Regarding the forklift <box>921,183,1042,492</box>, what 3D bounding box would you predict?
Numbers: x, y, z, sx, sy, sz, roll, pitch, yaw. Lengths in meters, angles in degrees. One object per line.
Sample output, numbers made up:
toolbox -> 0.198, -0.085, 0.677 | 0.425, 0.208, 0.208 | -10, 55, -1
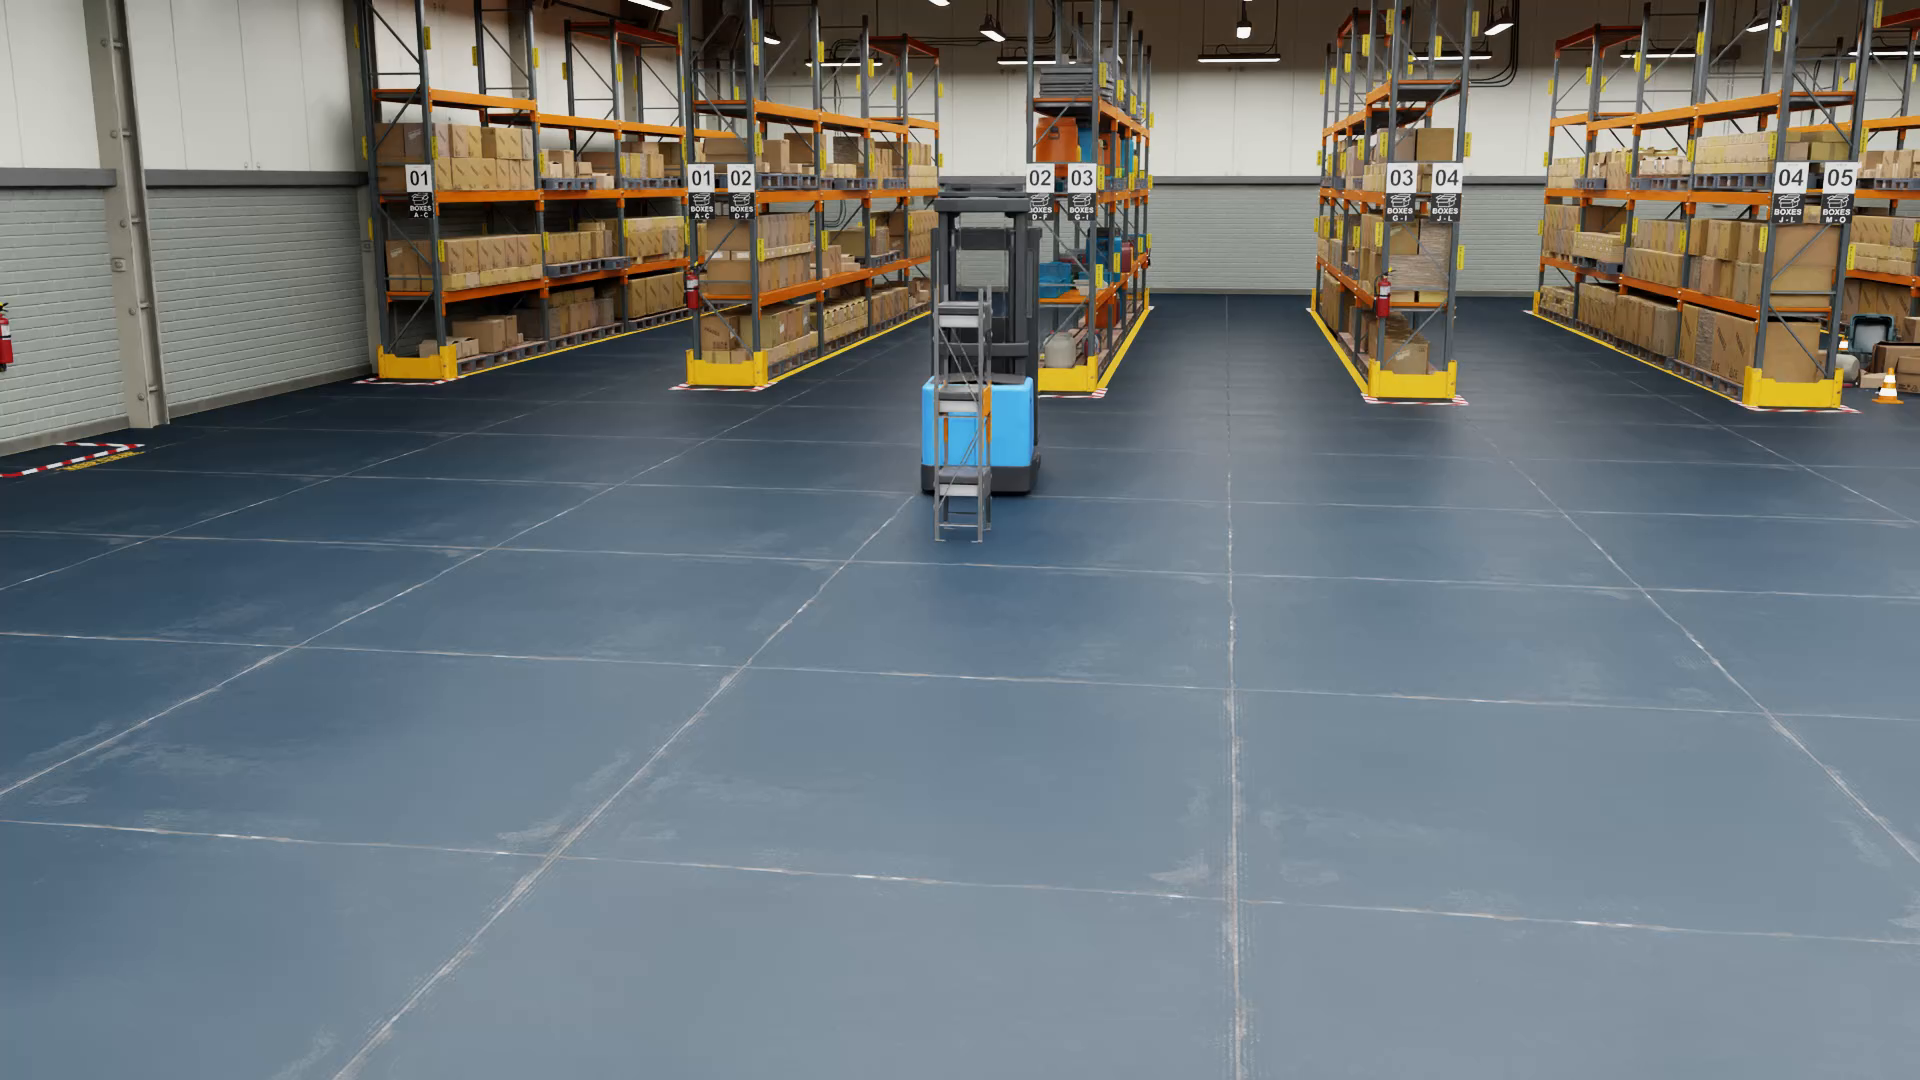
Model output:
forklift -> 0.271, -2.146, 16.995 | 1.130, 2.935, 3.031 | 1, 12, 5

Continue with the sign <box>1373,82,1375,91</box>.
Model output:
sign -> 9.322, -10.212, 37.613 | 0.100, 0.325, 0.005 | 2, 12, 9

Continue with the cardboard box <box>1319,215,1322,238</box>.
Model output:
cardboard box -> 8.371, -7.048, 37.447 | 0.500, 0.500, 0.500 | 2, 12, 7

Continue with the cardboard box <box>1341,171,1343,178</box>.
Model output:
cardboard box -> 8.094, -7.571, 33.651 | 0.700, 0.500, 0.500 | 2, 12, 10

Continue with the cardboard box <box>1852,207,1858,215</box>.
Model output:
cardboard box -> 17.698, -6.580, 33.255 | 0.380, 0.149, 0.250 | 2, 12, 7

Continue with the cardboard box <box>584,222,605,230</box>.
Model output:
cardboard box -> -7.149, -6.129, 32.491 | 0.380, 0.149, 0.250 | 0, 12, 1

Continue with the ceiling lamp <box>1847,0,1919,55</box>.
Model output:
ceiling lamp -> 21.597, -12.743, 37.907 | 2.000, 3.185, 0.800 | 2, 12, 9

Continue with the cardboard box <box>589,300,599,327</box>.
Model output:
cardboard box -> -7.379, -4.359, 31.987 | 0.700, 0.500, 0.500 | 2, 12, 9

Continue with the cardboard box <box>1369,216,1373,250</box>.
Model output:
cardboard box -> 6.403, -4.591, 24.862 | 0.500, 0.500, 0.500 | 2, 12, 9

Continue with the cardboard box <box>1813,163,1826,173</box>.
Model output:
cardboard box -> 11.582, -4.951, 22.088 | 0.380, 0.149, 0.250 | 2, 12, 9

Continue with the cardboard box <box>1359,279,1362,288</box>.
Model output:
cardboard box -> 6.561, -4.097, 26.481 | 0.380, 0.149, 0.250 | 2, 12, 9

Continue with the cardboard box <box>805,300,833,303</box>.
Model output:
cardboard box -> -2.673, -4.387, 31.429 | 0.500, 0.311, 0.500 | 2, 12, 7

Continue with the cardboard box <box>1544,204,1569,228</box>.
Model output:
cardboard box -> 13.342, -7.221, 37.063 | 0.500, 0.500, 0.500 | 2, 12, 8

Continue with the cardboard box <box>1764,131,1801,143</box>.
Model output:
cardboard box -> 10.929, -5.361, 22.097 | 0.380, 0.149, 0.250 | 2, 12, 9

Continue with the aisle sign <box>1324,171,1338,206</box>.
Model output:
aisle sign -> 8.503, -8.100, 38.288 | 0.394, 0.787, 0.004 | 2, 12, 9

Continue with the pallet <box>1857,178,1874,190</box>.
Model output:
pallet -> 17.873, -6.831, 31.905 | 0.805, 0.209, 1.217 | 1, 12, 6

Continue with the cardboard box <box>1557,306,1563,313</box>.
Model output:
cardboard box -> 12.941, -4.910, 35.426 | 0.380, 0.149, 0.250 | 2, 12, 9

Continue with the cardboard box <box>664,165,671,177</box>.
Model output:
cardboard box -> -6.637, -8.251, 37.159 | 0.500, 0.250, 0.500 | 2, 12, 9

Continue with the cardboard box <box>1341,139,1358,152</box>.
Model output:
cardboard box -> 8.324, -8.303, 35.031 | 0.500, 0.250, 0.500 | 1, 12, 5

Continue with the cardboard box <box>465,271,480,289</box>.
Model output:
cardboard box -> -7.901, -4.092, 26.167 | 0.500, 0.250, 0.500 | 1, 12, 7

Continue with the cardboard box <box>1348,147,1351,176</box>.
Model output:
cardboard box -> 7.150, -6.704, 29.436 | 0.500, 0.500, 0.500 | 2, 12, 9

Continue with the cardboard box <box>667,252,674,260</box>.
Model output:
cardboard box -> -6.365, -6.098, 35.718 | 0.380, 0.149, 0.250 | 2, 12, 9

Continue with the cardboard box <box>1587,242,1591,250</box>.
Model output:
cardboard box -> 12.346, -5.678, 32.112 | 0.380, 0.149, 0.250 | 2, 12, 8

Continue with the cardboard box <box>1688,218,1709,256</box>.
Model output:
cardboard box -> 11.737, -4.650, 25.532 | 0.875, 0.550, 0.550 | 2, 12, 9

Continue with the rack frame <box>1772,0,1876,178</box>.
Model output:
rack frame -> 11.213, -6.225, 21.517 | 1.000, 3.000, 0.127 | 2, 12, 9

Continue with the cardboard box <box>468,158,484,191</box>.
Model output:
cardboard box -> -7.864, -5.761, 26.199 | 0.500, 0.500, 0.500 | 2, 12, 11

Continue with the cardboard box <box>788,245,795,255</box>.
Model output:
cardboard box -> -2.872, -4.666, 26.749 | 0.380, 0.149, 0.250 | 2, 12, 10

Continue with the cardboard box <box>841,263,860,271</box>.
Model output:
cardboard box -> -2.095, -5.142, 31.329 | 0.380, 0.149, 0.250 | 2, 12, 9

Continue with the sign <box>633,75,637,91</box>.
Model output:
sign -> -7.055, -9.943, 36.178 | 0.100, 0.325, 0.005 | 2, 12, 9

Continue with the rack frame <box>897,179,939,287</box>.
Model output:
rack frame -> -1.000, -7.126, 39.940 | 1.000, 3.000, 0.127 | 2, 12, 9

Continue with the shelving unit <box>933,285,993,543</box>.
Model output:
shelving unit -> 0.025, -1.061, 13.932 | 0.431, 2.100, 0.503 | 2, 12, 9

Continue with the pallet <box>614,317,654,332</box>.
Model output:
pallet -> -6.930, -4.419, 33.998 | 1.003, 0.211, 1.213 | 2, 12, 9

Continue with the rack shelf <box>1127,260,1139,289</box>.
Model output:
rack shelf -> 2.971, -5.364, 33.472 | 1.077, 0.370, 4.000 | 2, 12, 9

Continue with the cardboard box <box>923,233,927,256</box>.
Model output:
cardboard box -> -1.036, -6.756, 37.987 | 0.500, 0.500, 0.500 | 2, 12, 8

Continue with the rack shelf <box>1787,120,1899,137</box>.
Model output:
rack shelf -> 18.273, -8.453, 34.511 | 1.077, 0.370, 4.000 | 2, 12, 9

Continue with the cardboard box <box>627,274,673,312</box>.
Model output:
cardboard box -> -6.616, -5.283, 35.493 | 0.750, 0.750, 0.750 | 2, 12, 10

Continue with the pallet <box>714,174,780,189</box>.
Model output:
pallet -> -3.326, -5.365, 24.858 | 1.003, 0.211, 1.213 | 2, 12, 9

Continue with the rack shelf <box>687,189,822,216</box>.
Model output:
rack shelf -> -3.153, -5.327, 26.177 | 1.077, 0.370, 4.000 | 2, 12, 9

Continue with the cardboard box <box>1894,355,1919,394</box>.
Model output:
cardboard box -> 13.888, -2.380, 23.843 | 0.797, 0.503, 0.637 | -7, 14, -30

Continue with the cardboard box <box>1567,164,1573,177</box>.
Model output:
cardboard box -> 13.045, -7.748, 34.876 | 0.500, 0.250, 0.500 | 2, 12, 11

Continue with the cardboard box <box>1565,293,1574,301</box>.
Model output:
cardboard box -> 12.887, -5.082, 34.811 | 0.380, 0.149, 0.250 | 2, 12, 8

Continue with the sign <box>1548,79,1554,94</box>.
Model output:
sign -> 13.137, -10.068, 36.947 | 0.100, 0.325, 0.005 | 2, 12, 9

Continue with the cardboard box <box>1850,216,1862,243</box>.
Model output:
cardboard box -> 17.562, -5.999, 32.100 | 0.500, 0.500, 0.500 | 2, 12, 8

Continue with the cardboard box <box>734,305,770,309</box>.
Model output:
cardboard box -> -3.380, -3.561, 27.149 | 0.500, 0.500, 0.500 | 2, 12, 9

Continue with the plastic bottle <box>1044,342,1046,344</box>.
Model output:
plastic bottle -> 1.348, -2.966, 26.057 | 0.152, 0.276, 0.135 | 2, 12, 9

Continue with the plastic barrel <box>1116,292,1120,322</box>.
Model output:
plastic barrel -> 2.896, -4.664, 33.240 | 0.600, 0.588, 0.708 | 2, 12, 9

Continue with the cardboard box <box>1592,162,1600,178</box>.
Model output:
cardboard box -> 12.716, -7.242, 32.571 | 0.500, 0.311, 0.500 | 2, 12, 8

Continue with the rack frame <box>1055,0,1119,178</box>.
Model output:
rack frame -> 2.049, -7.400, 26.969 | 1.000, 3.000, 0.127 | 2, 12, 9

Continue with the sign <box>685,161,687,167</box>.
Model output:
sign -> -5.973, -8.311, 36.342 | 0.100, 0.325, 0.005 | 2, 12, 9

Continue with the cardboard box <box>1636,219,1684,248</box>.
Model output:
cardboard box -> 12.364, -5.402, 29.328 | 0.700, 0.500, 0.500 | 2, 12, 8

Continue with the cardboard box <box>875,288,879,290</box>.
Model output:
cardboard box -> -2.001, -5.082, 35.346 | 0.500, 0.500, 0.500 | 2, 12, 9

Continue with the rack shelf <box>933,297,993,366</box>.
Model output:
rack shelf -> 0.025, -1.732, 13.787 | 0.431, 0.518, 0.480 | 2, 12, 9

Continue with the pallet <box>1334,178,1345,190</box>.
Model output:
pallet -> 7.604, -6.649, 31.054 | 1.213, 0.211, 1.003 | 2, 12, 11

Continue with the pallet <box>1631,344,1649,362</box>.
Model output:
pallet -> 12.057, -3.179, 28.245 | 1.003, 0.211, 1.213 | 2, 12, 9

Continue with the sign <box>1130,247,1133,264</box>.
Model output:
sign -> 3.208, -5.363, 31.371 | 0.100, 0.325, 0.005 | 2, 12, 9

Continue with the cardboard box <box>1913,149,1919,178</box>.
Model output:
cardboard box -> 17.259, -6.624, 29.246 | 0.797, 0.503, 0.637 | 1, 12, 5

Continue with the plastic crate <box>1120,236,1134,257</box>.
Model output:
plastic crate -> 3.664, -6.371, 36.140 | 0.402, 0.464, 0.583 | 2, 12, 9

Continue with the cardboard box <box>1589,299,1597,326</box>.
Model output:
cardboard box -> 12.536, -4.408, 32.266 | 0.500, 0.500, 0.500 | 2, 12, 10

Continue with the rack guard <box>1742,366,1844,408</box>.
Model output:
rack guard -> 11.209, -2.065, 22.389 | 1.175, 0.500, 0.348 | 2, 12, 9
